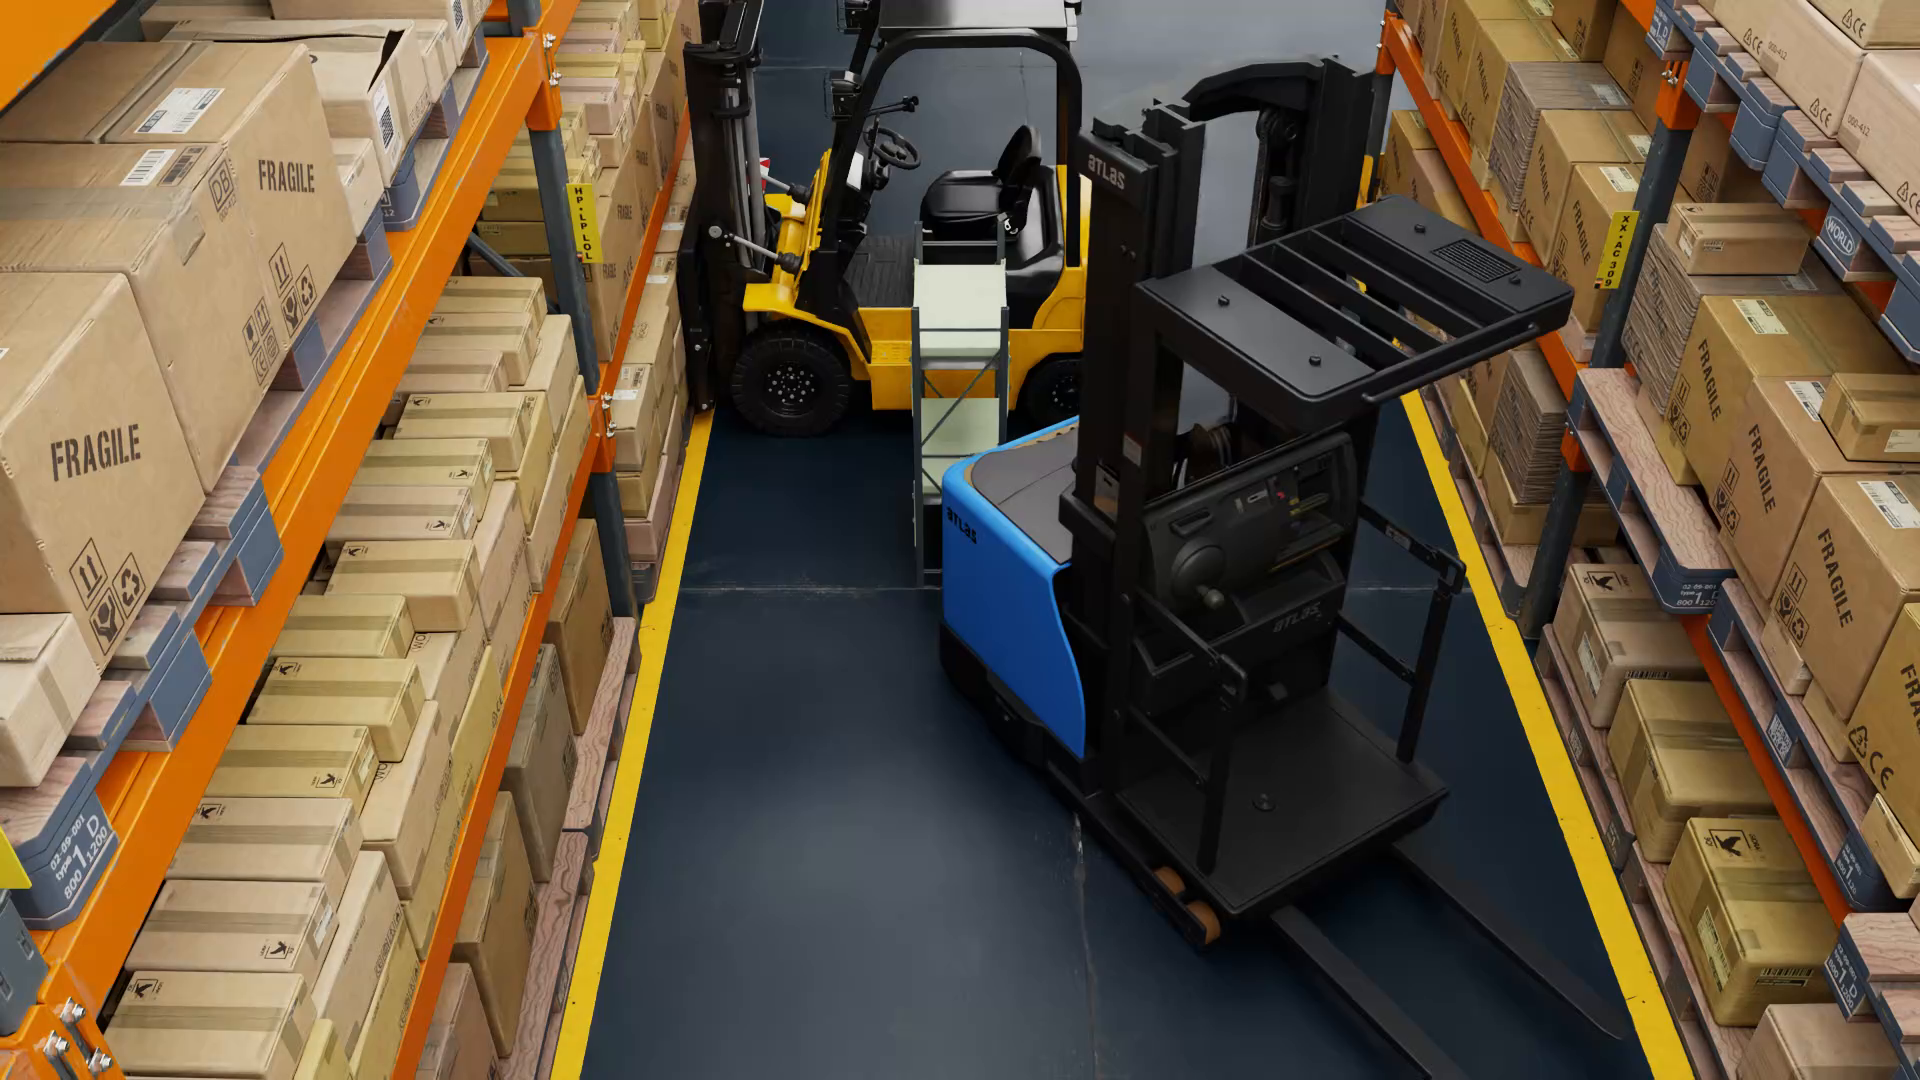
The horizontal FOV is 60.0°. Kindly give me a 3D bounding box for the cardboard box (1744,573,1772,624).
[{"bbox_3d":[2.729,0.171,5.249,0.380,0.149,0.250,0,39,0],"label":"cardboard box"}]

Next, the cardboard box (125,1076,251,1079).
[{"bbox_3d":[-1.646,1.257,3.429,0.380,0.149,0.250,1,39,1],"label":"cardboard box"}]

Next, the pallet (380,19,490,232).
[{"bbox_3d":[-1.931,-1.297,4.969,0.805,0.209,1.217,-1,39,-2],"label":"pallet"}]

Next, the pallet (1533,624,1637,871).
[{"bbox_3d":[3.021,0.817,6.808,1.003,0.211,1.213,0,39,0],"label":"pallet"}]

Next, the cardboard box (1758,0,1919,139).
[{"bbox_3d":[2.620,-1.351,4.669,0.500,0.250,0.500,-1,39,-1],"label":"cardboard box"}]

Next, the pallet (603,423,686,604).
[{"bbox_3d":[-1.904,-0.162,8.028,1.003,0.211,1.213,0,39,0],"label":"pallet"}]

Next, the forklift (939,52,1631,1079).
[{"bbox_3d":[1.142,0.008,5.641,1.130,2.935,3.031,-22,44,-26],"label":"forklift"}]

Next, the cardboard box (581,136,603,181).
[{"bbox_3d":[-1.712,-1.569,6.956,0.380,0.149,0.250,0,39,0],"label":"cardboard box"}]

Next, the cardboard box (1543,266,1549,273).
[{"bbox_3d":[2.784,-1.180,7.271,0.380,0.149,0.250,0,39,0],"label":"cardboard box"}]

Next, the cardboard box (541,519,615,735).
[{"bbox_3d":[-1.933,0.337,6.740,0.875,0.625,0.625,2,39,2],"label":"cardboard box"}]

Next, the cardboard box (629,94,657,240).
[{"bbox_3d":[-1.703,-1.711,7.653,0.500,0.500,0.500,0,39,0],"label":"cardboard box"}]

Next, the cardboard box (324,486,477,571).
[{"bbox_3d":[-1.692,-0.032,5.038,0.380,0.149,0.250,0,39,0],"label":"cardboard box"}]

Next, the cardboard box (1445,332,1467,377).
[{"bbox_3d":[2.746,-1.149,8.294,0.500,0.500,0.500,2,39,2],"label":"cardboard box"}]

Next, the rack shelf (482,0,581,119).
[{"bbox_3d":[-1.947,-2.893,7.383,1.077,0.370,4.000,0,39,0],"label":"rack shelf"}]

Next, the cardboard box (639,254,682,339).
[{"bbox_3d":[-1.634,-1.167,8.117,0.500,0.250,0.500,1,39,1],"label":"cardboard box"}]

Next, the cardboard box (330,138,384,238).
[{"bbox_3d":[-1.639,-0.858,4.054,0.380,0.149,0.250,0,39,-1],"label":"cardboard box"}]

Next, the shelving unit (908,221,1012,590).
[{"bbox_3d":[0.000,-0.589,7.532,0.431,1.500,0.755,0,39,0],"label":"shelving unit"}]

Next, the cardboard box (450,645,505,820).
[{"bbox_3d":[-1.699,0.569,5.007,0.500,0.250,0.500,1,39,1],"label":"cardboard box"}]

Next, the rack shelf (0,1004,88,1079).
[{"bbox_3d":[-1.938,2.110,1.141,1.077,0.370,4.000,0,39,0],"label":"rack shelf"}]

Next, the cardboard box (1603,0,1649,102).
[{"bbox_3d":[3.283,-2.212,7.240,0.700,0.500,0.500,-1,39,-1],"label":"cardboard box"}]

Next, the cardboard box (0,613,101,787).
[{"bbox_3d":[-1.637,0.248,2.659,0.380,0.166,0.250,0,39,0],"label":"cardboard box"}]

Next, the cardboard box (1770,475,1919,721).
[{"bbox_3d":[2.732,0.160,4.744,0.500,0.500,0.500,-2,39,-2],"label":"cardboard box"}]

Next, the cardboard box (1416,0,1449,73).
[{"bbox_3d":[2.741,-2.794,8.766,0.500,0.500,0.500,1,39,1],"label":"cardboard box"}]

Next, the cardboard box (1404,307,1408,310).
[{"bbox_3d":[2.731,-1.527,9.365,0.500,0.250,0.500,1,39,2],"label":"cardboard box"}]

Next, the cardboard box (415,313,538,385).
[{"bbox_3d":[-1.704,-0.670,5.834,0.380,0.149,0.250,-1,39,-1],"label":"cardboard box"}]

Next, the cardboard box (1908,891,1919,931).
[{"bbox_3d":[2.678,0.990,4.227,0.380,0.149,0.250,-2,39,-2],"label":"cardboard box"}]

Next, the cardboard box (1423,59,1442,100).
[{"bbox_3d":[2.695,-2.467,8.876,0.380,0.149,0.250,1,39,1],"label":"cardboard box"}]

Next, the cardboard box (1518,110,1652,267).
[{"bbox_3d":[2.762,-1.513,7.167,0.500,0.500,0.500,1,39,1],"label":"cardboard box"}]

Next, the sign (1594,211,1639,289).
[{"bbox_3d":[2.476,-1.091,6.266,0.100,0.325,0.005,0,39,0],"label":"sign"}]

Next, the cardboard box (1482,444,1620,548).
[{"bbox_3d":[2.749,-0.219,7.733,0.500,0.250,0.500,2,39,2],"label":"cardboard box"}]

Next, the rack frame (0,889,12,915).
[{"bbox_3d":[-1.940,-0.592,1.538,1.000,3.000,0.127,0,39,0],"label":"rack frame"}]

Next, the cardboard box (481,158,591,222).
[{"bbox_3d":[-1.649,-1.360,6.458,0.380,0.149,0.250,1,39,1],"label":"cardboard box"}]

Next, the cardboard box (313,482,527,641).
[{"bbox_3d":[-1.686,0.059,5.243,0.500,0.250,0.500,1,39,1],"label":"cardboard box"}]

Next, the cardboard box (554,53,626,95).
[{"bbox_3d":[-1.673,-2.006,7.264,0.380,0.149,0.250,-1,39,-1],"label":"cardboard box"}]

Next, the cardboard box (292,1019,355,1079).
[{"bbox_3d":[-1.672,1.335,3.651,0.500,0.250,0.500,0,39,0],"label":"cardboard box"}]

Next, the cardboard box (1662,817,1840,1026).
[{"bbox_3d":[3.029,1.316,5.721,0.950,0.372,0.625,1,39,1],"label":"cardboard box"}]

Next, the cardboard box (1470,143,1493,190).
[{"bbox_3d":[2.702,-1.817,8.065,0.380,0.149,0.250,0,39,0],"label":"cardboard box"}]

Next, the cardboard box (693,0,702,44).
[{"bbox_3d":[-1.686,-2.985,9.242,0.500,0.500,0.500,-1,39,-1],"label":"cardboard box"}]

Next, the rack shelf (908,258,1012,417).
[{"bbox_3d":[0.000,-0.894,7.288,0.431,0.370,0.720,0,39,0],"label":"rack shelf"}]

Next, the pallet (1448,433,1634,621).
[{"bbox_3d":[2.983,-0.090,7.939,1.003,0.211,1.213,0,39,0],"label":"pallet"}]

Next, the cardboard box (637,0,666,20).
[{"bbox_3d":[-1.637,-2.640,8.055,0.380,0.149,0.250,1,39,1],"label":"cardboard box"}]

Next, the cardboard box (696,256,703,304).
[{"bbox_3d":[-1.628,-1.286,8.665,0.500,0.250,0.500,0,39,0],"label":"cardboard box"}]

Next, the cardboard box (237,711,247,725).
[{"bbox_3d":[-2.219,0.699,4.445,0.500,0.250,0.500,0,39,0],"label":"cardboard box"}]

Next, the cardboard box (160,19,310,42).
[{"bbox_3d":[-2.020,-1.340,4.655,0.380,0.149,0.250,0,39,0],"label":"cardboard box"}]

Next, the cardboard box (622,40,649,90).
[{"bbox_3d":[-1.664,-2.211,7.757,0.380,0.149,0.250,-1,39,-1],"label":"cardboard box"}]

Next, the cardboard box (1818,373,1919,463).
[{"bbox_3d":[2.770,-0.357,4.870,0.380,0.149,0.250,2,39,2],"label":"cardboard box"}]

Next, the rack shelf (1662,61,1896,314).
[{"bbox_3d":[3.021,-0.397,4.269,1.077,0.370,4.000,0,39,0],"label":"rack shelf"}]

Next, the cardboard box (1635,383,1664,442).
[{"bbox_3d":[2.703,-0.478,6.059,0.380,0.149,0.250,0,39,1],"label":"cardboard box"}]

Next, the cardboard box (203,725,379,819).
[{"bbox_3d":[-1.717,0.609,4.238,0.380,0.149,0.250,0,39,0],"label":"cardboard box"}]

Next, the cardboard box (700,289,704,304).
[{"bbox_3d":[-1.627,-1.102,8.836,0.500,0.250,0.500,1,39,1],"label":"cardboard box"}]
